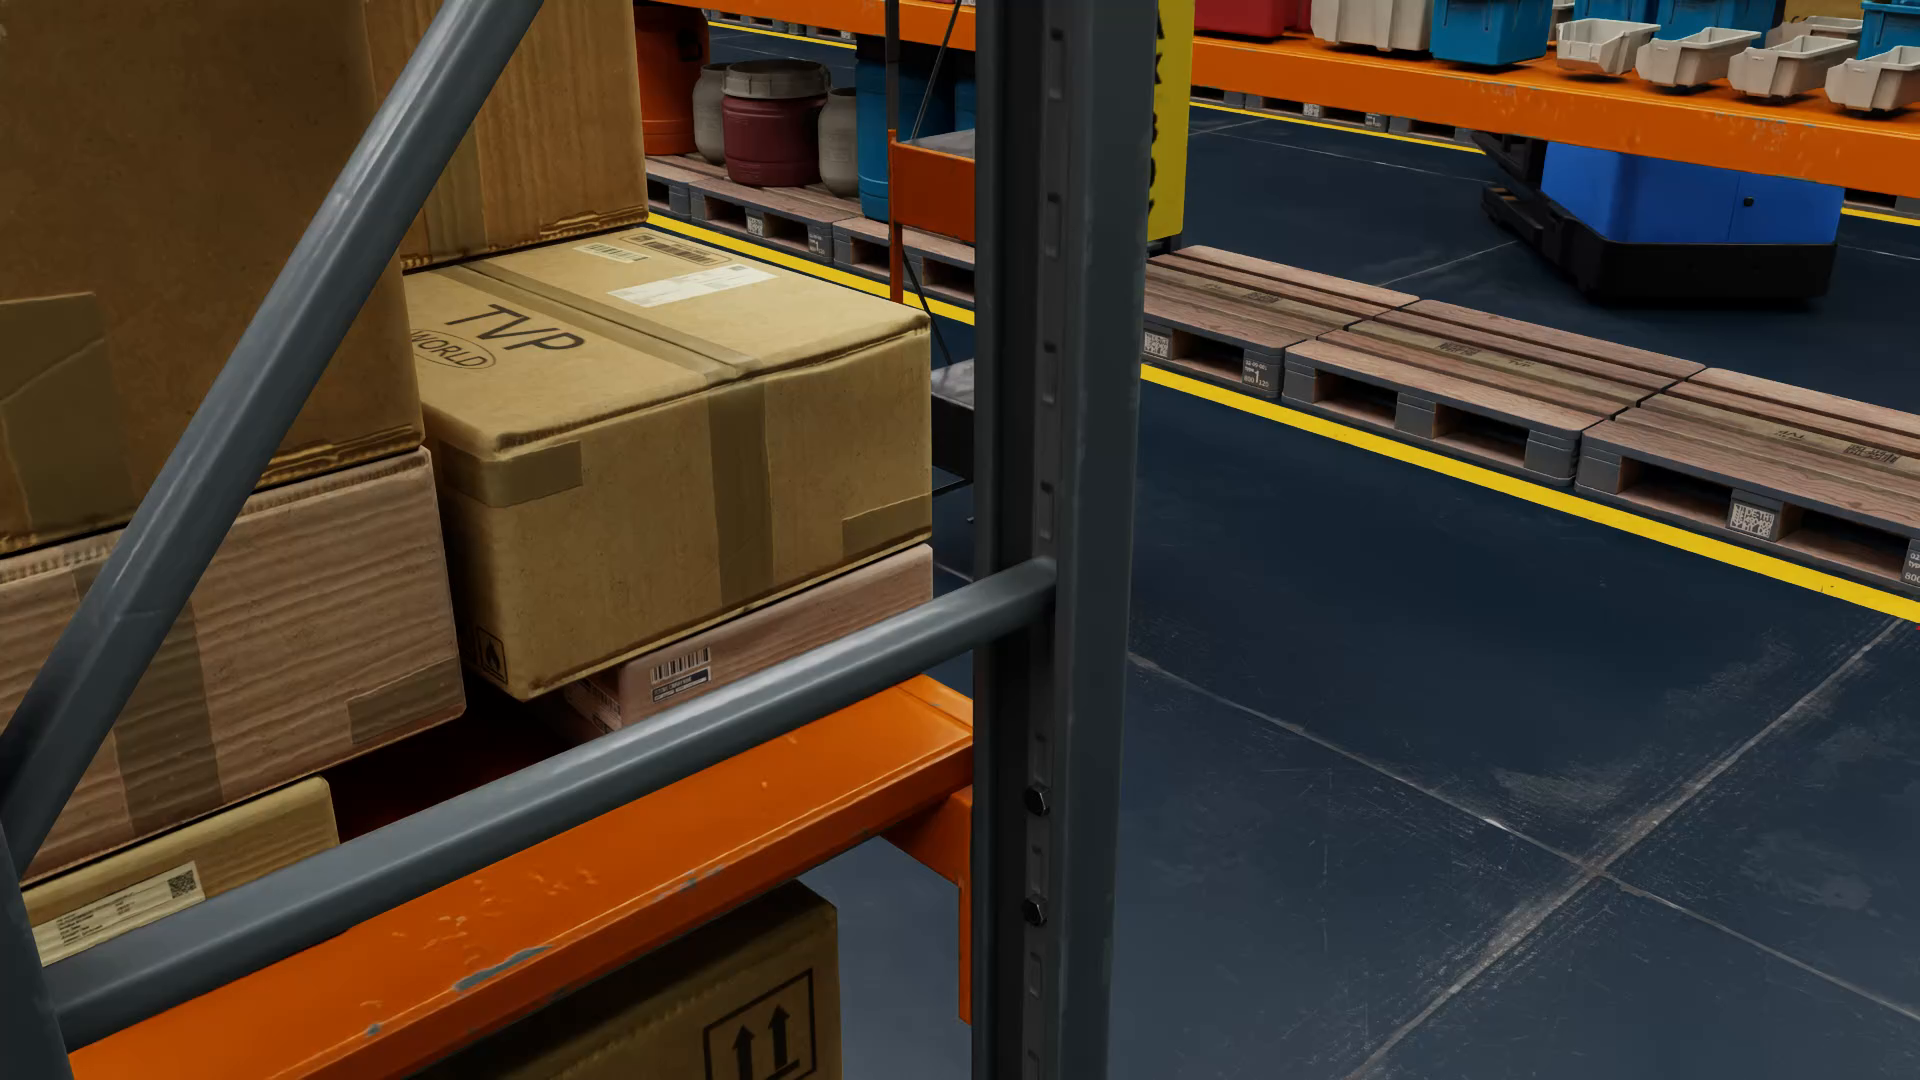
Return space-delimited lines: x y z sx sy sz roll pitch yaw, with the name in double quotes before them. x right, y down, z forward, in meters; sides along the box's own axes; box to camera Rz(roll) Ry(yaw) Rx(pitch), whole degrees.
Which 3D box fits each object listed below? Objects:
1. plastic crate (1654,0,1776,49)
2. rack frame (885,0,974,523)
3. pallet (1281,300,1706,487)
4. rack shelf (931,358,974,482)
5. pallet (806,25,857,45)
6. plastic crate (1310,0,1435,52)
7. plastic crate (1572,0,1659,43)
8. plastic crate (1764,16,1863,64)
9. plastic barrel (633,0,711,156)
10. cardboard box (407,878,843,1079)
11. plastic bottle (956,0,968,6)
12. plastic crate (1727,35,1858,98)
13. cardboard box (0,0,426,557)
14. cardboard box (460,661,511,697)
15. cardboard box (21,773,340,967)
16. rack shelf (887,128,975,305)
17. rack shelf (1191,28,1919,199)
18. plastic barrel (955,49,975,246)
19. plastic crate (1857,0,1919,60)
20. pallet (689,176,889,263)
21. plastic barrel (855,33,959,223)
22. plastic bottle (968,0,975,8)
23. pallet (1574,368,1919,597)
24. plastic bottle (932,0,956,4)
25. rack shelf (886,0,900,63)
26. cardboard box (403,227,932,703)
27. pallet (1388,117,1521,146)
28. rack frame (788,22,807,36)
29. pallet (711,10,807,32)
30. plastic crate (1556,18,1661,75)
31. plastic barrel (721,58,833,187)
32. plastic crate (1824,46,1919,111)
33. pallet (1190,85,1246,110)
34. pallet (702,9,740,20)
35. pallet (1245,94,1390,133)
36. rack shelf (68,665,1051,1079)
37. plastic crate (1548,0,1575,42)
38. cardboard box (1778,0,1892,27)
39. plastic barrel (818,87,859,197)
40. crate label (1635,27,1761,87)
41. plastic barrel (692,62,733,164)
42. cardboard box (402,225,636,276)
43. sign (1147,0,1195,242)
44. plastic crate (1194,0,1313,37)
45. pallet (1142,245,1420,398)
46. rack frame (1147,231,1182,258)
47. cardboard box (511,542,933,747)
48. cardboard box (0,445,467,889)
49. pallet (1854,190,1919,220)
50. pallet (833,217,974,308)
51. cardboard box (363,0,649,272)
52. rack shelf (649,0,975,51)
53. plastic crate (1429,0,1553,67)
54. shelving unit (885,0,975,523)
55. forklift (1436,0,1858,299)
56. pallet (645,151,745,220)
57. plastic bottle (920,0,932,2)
"plastic crate" 2.540 -1.749 5.599 0.416 0.233 0.300 -21 32 -38
"rack frame" -0.054 -0.979 4.866 0.400 2.100 0.015 -21 32 -38
"pallet" 2.003 -0.592 6.294 1.003 0.211 1.213 -21 32 -38
"rack shelf" 0.113 -0.256 5.000 0.431 0.518 0.480 -21 32 -38
"pallet" -0.683 -4.790 15.494 1.003 0.211 1.213 -21 32 -38
"plastic crate" 1.543 -1.901 5.874 0.437 0.282 0.530 -21 32 -38
"plastic crate" 2.335 -1.840 5.798 0.416 0.233 0.300 -21 32 -38
"plastic crate" 2.817 -1.632 5.460 0.250 0.136 0.298 -21 32 -38
"plastic barrel" -1.753 -2.715 9.695 0.600 0.830 0.708 -21 32 -38
"cardboard box" -0.743 0.779 1.983 0.875 0.875 0.875 -21 32 -38
"plastic bottle" 0.030 -2.407 7.152 0.097 0.201 0.097 0 25 0
"plastic crate" 2.491 -1.426 5.006 0.396 0.136 0.243 -21 32 -38
"cardboard box" -0.772 -0.307 1.227 0.500 0.500 0.500 -21 32 -38
"cardboard box" -0.425 0.010 1.916 0.380 0.149 0.250 -22 32 -39
"cardboard box" -0.731 0.274 1.337 0.380 0.149 0.250 -20 32 -38
"rack shelf" 0.113 -0.893 4.710 0.431 0.518 0.480 -21 32 -38
"rack shelf" 2.001 -1.509 5.811 1.077 0.370 4.000 -21 32 -38
"plastic barrel" 0.275 -1.849 7.710 0.600 0.901 0.708 -21 32 -38
"plastic crate" 2.990 -1.549 5.162 0.416 0.233 0.300 -21 32 -38
"pallet" -0.701 -1.789 8.918 1.003 0.211 1.213 -21 32 -38
"plastic barrel" -0.209 -2.063 8.181 0.600 0.901 0.708 -21 32 -38
"plastic bottle" 0.129 -2.414 7.076 0.152 0.276 0.135 -21 32 -38
"pallet" 2.833 -0.223 5.484 1.003 0.211 1.213 -21 32 -38
"plastic bottle" -0.063 -2.474 7.200 0.061 0.283 0.133 -21 32 -38
"rack shelf" 0.113 -1.530 4.419 0.431 0.518 0.480 -21 32 -38
"cardboard box" -0.378 -0.115 1.710 0.500 0.250 0.500 -22 33 -40
"pallet" 3.669 -2.814 11.163 1.003 0.211 1.213 -21 32 -38
"rack frame" -1.215 -6.270 15.381 1.000 3.000 0.127 -21 32 -38
"pallet" -1.728 -5.255 16.514 1.003 0.211 1.213 -21 32 -38
"plastic crate" 2.067 -1.587 5.361 0.298 0.136 0.250 -21 32 -38
"plastic barrel" -0.981 -2.263 8.996 0.600 0.588 0.708 -21 32 -38
"plastic crate" 2.679 -1.334 4.805 0.396 0.136 0.243 -21 32 -38
"pallet" 2.001 -3.553 12.784 1.003 0.211 1.213 -21 32 -38
"pallet" -2.567 -5.624 17.324 1.003 0.211 1.213 -21 32 -38
"pallet" 2.831 -3.183 11.974 1.003 0.211 1.213 -21 32 -38
"rack shelf" -1.614 -0.104 2.731 1.077 0.370 4.000 -21 32 -38
"plastic crate" 2.044 -1.908 6.063 0.293 0.136 0.466 -21 32 -38
"cardboard box" 7.327 -4.626 13.860 0.750 0.750 0.750 -21 32 -38
"plastic barrel" -0.530 -2.082 8.692 0.421 0.512 0.421 0 25 0
"crate label" 2.283 -1.503 5.176 0.396 0.136 0.243 -21 32 -38
"plastic barrel" -1.302 -2.424 9.442 0.421 0.512 0.421 0 25 0
"cardboard box" -0.738 -0.270 2.051 0.500 0.250 0.500 -22 32 -39
"sign" 0.162 -0.411 1.399 0.100 0.325 0.005 -21 32 -38
"plastic crate" 1.061 -2.157 6.215 0.402 0.464 0.583 -21 32 -38
"pallet" 1.165 -0.962 7.105 1.003 0.211 1.213 -21 32 -38
"rack frame" 0.634 -2.443 6.990 1.000 3.000 0.127 -21 32 -38
"cardboard box" -0.249 0.088 1.747 0.380 0.149 0.250 -21 32 -38
"cardboard box" -0.772 0.036 1.380 0.500 0.250 0.500 -22 32 -39
"pallet" 5.559 -2.000 9.379 1.003 0.211 1.213 -21 32 -38
"pallet" 0.137 -1.419 8.107 1.003 0.211 1.213 -21 32 -38
"cardboard box" -0.720 -0.607 1.886 0.500 0.500 0.500 -22 33 -40
"rack shelf" -0.733 -2.721 8.468 1.077 0.370 4.000 -21 32 -38
"plastic crate" 1.777 -1.731 5.560 0.416 0.233 0.300 -21 32 -38
"shelving unit" 0.113 -0.905 4.704 0.431 2.100 0.503 -21 32 -38
"forklift" 3.366 -2.989 8.271 1.130 2.935 3.031 -2 25 -5
"pallet" -1.531 -2.159 9.728 1.003 0.211 1.213 -21 32 -38
"plastic bottle" -0.121 -2.524 7.319 0.152 0.276 0.135 -21 32 -38
